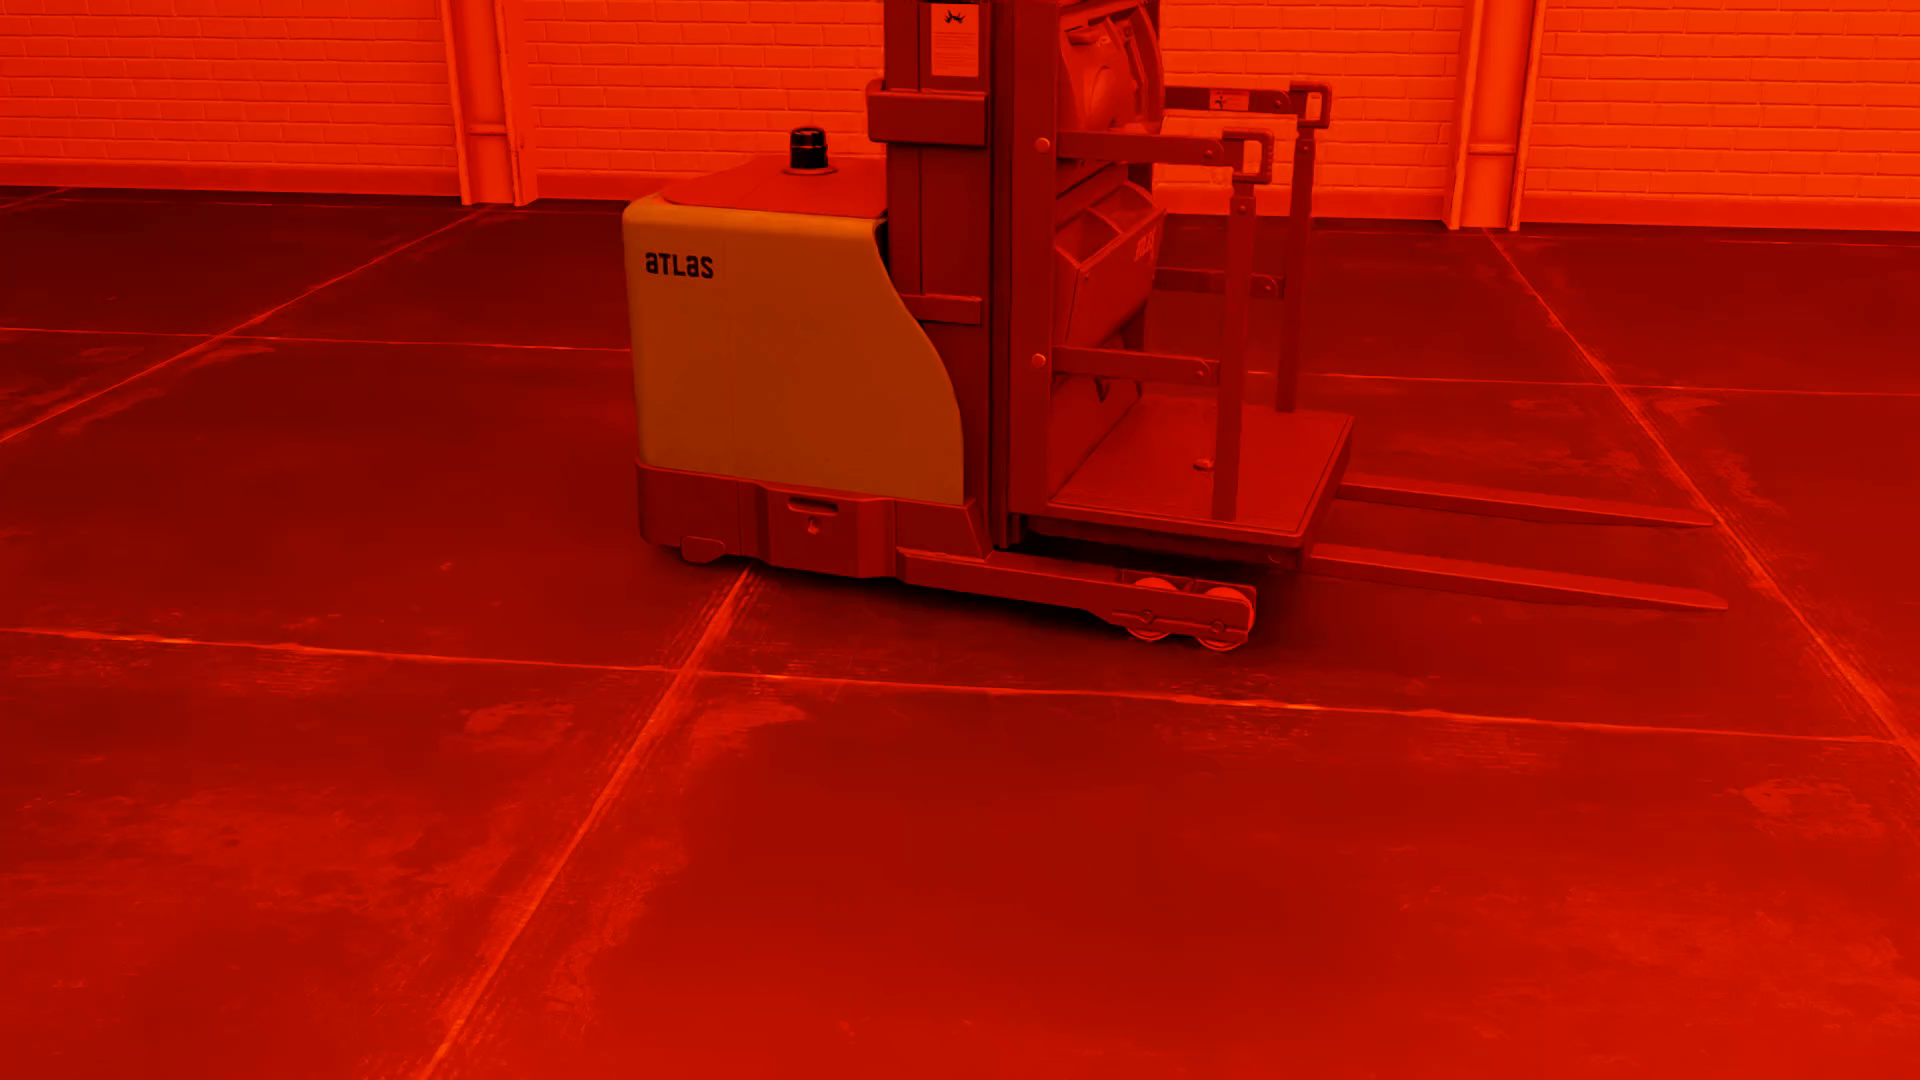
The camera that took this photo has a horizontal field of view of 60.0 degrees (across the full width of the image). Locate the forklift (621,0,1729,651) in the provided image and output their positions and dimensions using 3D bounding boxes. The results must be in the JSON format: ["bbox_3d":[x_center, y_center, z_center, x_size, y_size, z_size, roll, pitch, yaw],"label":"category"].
[{"bbox_3d":[0.604,-1.287,4.450,3.031,2.935,1.130,8,23,18],"label":"forklift"}]
